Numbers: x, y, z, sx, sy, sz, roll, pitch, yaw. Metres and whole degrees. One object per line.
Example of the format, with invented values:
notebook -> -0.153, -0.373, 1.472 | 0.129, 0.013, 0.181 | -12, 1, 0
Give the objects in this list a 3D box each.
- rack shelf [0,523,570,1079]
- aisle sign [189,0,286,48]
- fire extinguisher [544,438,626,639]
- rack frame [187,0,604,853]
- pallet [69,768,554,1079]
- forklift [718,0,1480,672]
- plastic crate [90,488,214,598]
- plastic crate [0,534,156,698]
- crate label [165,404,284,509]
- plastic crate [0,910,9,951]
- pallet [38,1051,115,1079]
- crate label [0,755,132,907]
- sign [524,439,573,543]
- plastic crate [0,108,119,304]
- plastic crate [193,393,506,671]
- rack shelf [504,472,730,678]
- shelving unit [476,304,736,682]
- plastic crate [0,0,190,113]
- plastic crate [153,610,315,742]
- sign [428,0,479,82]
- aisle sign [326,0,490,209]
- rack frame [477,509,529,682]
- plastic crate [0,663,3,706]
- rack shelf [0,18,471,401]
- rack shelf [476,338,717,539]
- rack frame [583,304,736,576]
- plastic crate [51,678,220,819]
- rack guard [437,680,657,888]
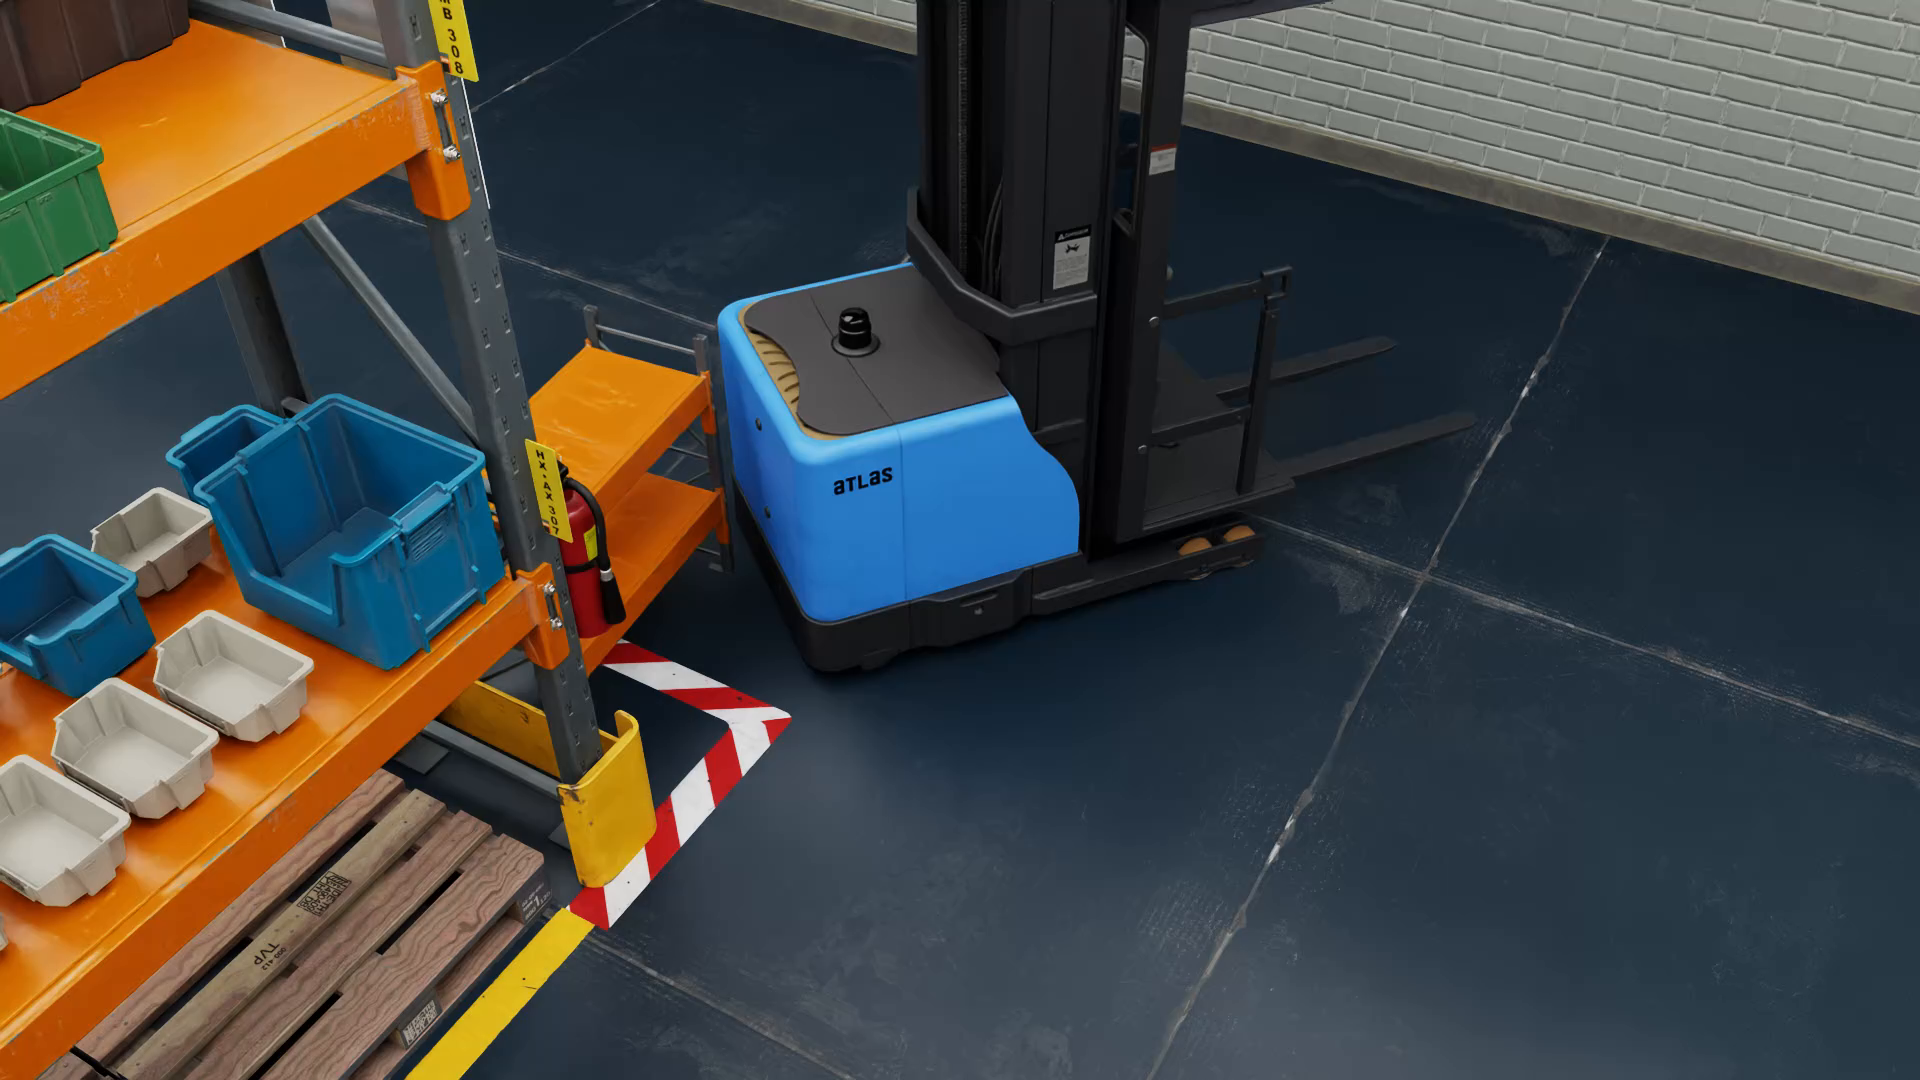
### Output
rack shelf -> -2.598, 1.173, 3.693 | 1.077, 0.370, 4.000 | 21, 45, 22
aisle sign -> -1.818, -1.357, 4.054 | 0.394, 0.787, 0.004 | 21, 45, 22
fire extinguisher -> -1.128, -0.009, 4.831 | 0.296, 0.674, 0.183 | 21, 45, 22
rack frame -> -1.597, -0.242, 4.755 | 1.000, 3.000, 0.127 | 21, 45, 22
pallet -> -2.043, 1.264, 5.155 | 1.003, 0.211, 1.213 | 21, 45, 22
forklift -> 0.661, -1.249, 5.951 | 3.031, 2.935, 1.130 | -16, 44, -17
plastic crate -> -2.238, 0.023, 4.608 | 0.250, 0.136, 0.298 | 21, 45, 22
plastic crate -> -2.335, 0.208, 4.326 | 0.416, 0.233, 0.300 | 21, 45, 22
crate label -> -2.006, -0.169, 4.754 | 0.416, 0.233, 0.303 | 21, 45, 22
plastic crate -> -2.256, 0.865, 3.652 | 0.298, 0.136, 0.250 | 21, 45, 22
pallet -> -2.655, 1.959, 4.366 | 1.003, 0.211, 1.213 | 21, 45, 22
crate label -> -2.124, 0.690, 3.851 | 0.396, 0.136, 0.243 | 21, 45, 22
sign -> -1.113, -0.130, 4.505 | 0.100, 0.325, 0.005 | 21, 45, 22
plastic crate -> -1.843, -0.629, 3.085 | 0.450, 0.188, 0.336 | 21, 45, 22
plastic crate -> -1.603, -0.024, 4.436 | 0.616, 0.435, 0.499 | 21, 45, 22
rack shelf -> -1.330, 0.136, 6.114 | 0.538, 0.278, 1.000 | 16, 44, 18
shelving unit -> -1.330, -0.047, 5.953 | 0.538, 1.125, 1.048 | 16, 44, 18
plastic crate -> -2.031, -1.190, 3.661 | 0.497, 0.269, 0.590 | 21, 45, 22
plastic crate -> -1.848, 0.361, 4.224 | 0.396, 0.136, 0.243 | 21, 45, 22
sign -> -1.113, -1.156, 3.602 | 0.100, 0.325, 0.005 | 21, 45, 22
aisle sign -> -1.307, -1.162, 3.832 | 0.394, 0.787, 0.004 | 21, 45, 22
rack frame -> -1.535, 0.260, 5.603 | 0.500, 1.125, 0.032 | 16, 44, 18
plastic crate -> -2.577, 0.411, 4.167 | 0.250, 0.136, 0.298 | 21, 45, 22
rack shelf -> -2.598, 0.047, 2.702 | 1.077, 0.370, 4.000 | 21, 45, 22
rack shelf -> -1.330, -0.267, 5.759 | 0.538, 0.278, 1.000 | 16, 44, 18
rack frame -> -1.125, -0.355, 6.302 | 0.500, 1.125, 0.032 | 16, 44, 18
plastic crate -> -2.006, 0.522, 4.041 | 0.396, 0.136, 0.243 | 21, 45, 22
rack guard -> -1.596, 0.678, 5.601 | 1.175, 0.500, 0.348 | 21, 45, 22
